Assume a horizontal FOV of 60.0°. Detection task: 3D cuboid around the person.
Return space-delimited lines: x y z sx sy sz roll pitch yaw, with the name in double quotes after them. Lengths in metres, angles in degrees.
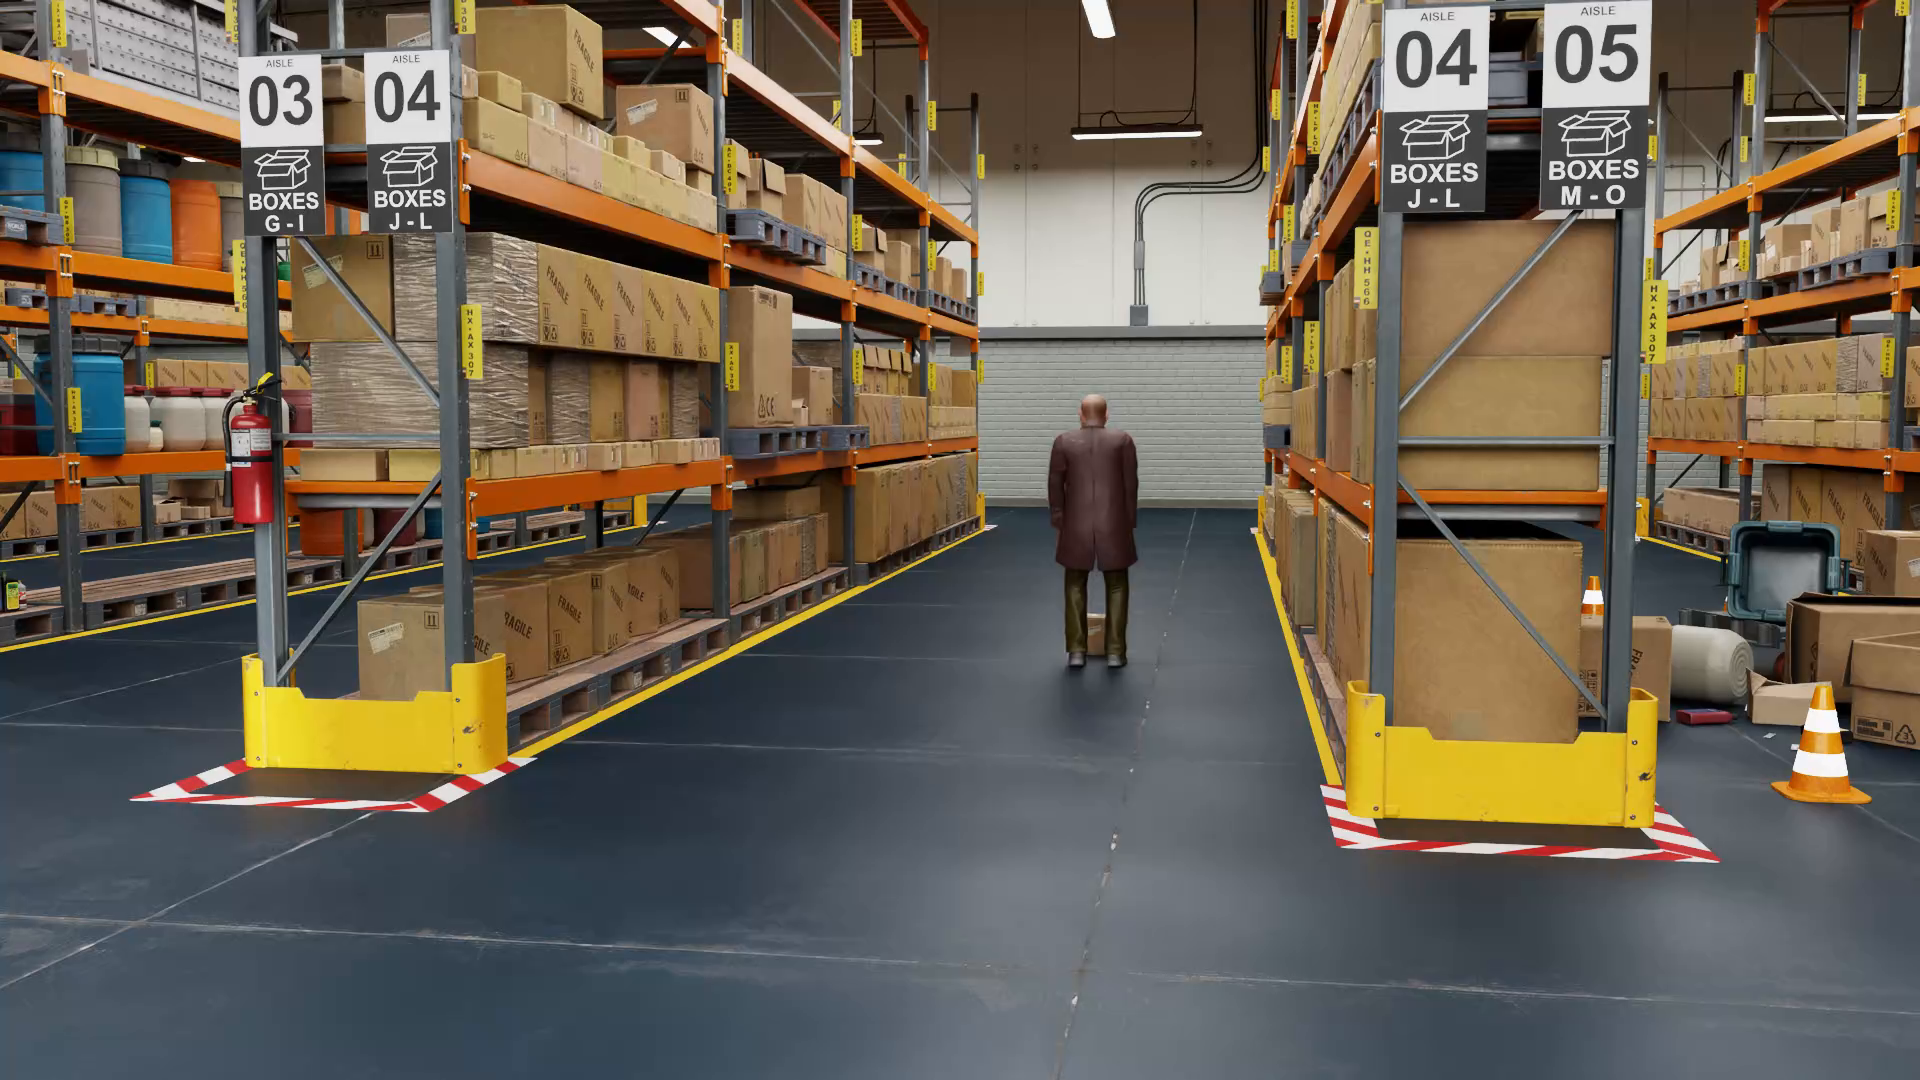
0.854 -0.059 10.687 0.583 1.740 0.403 1 4 10 "person"
